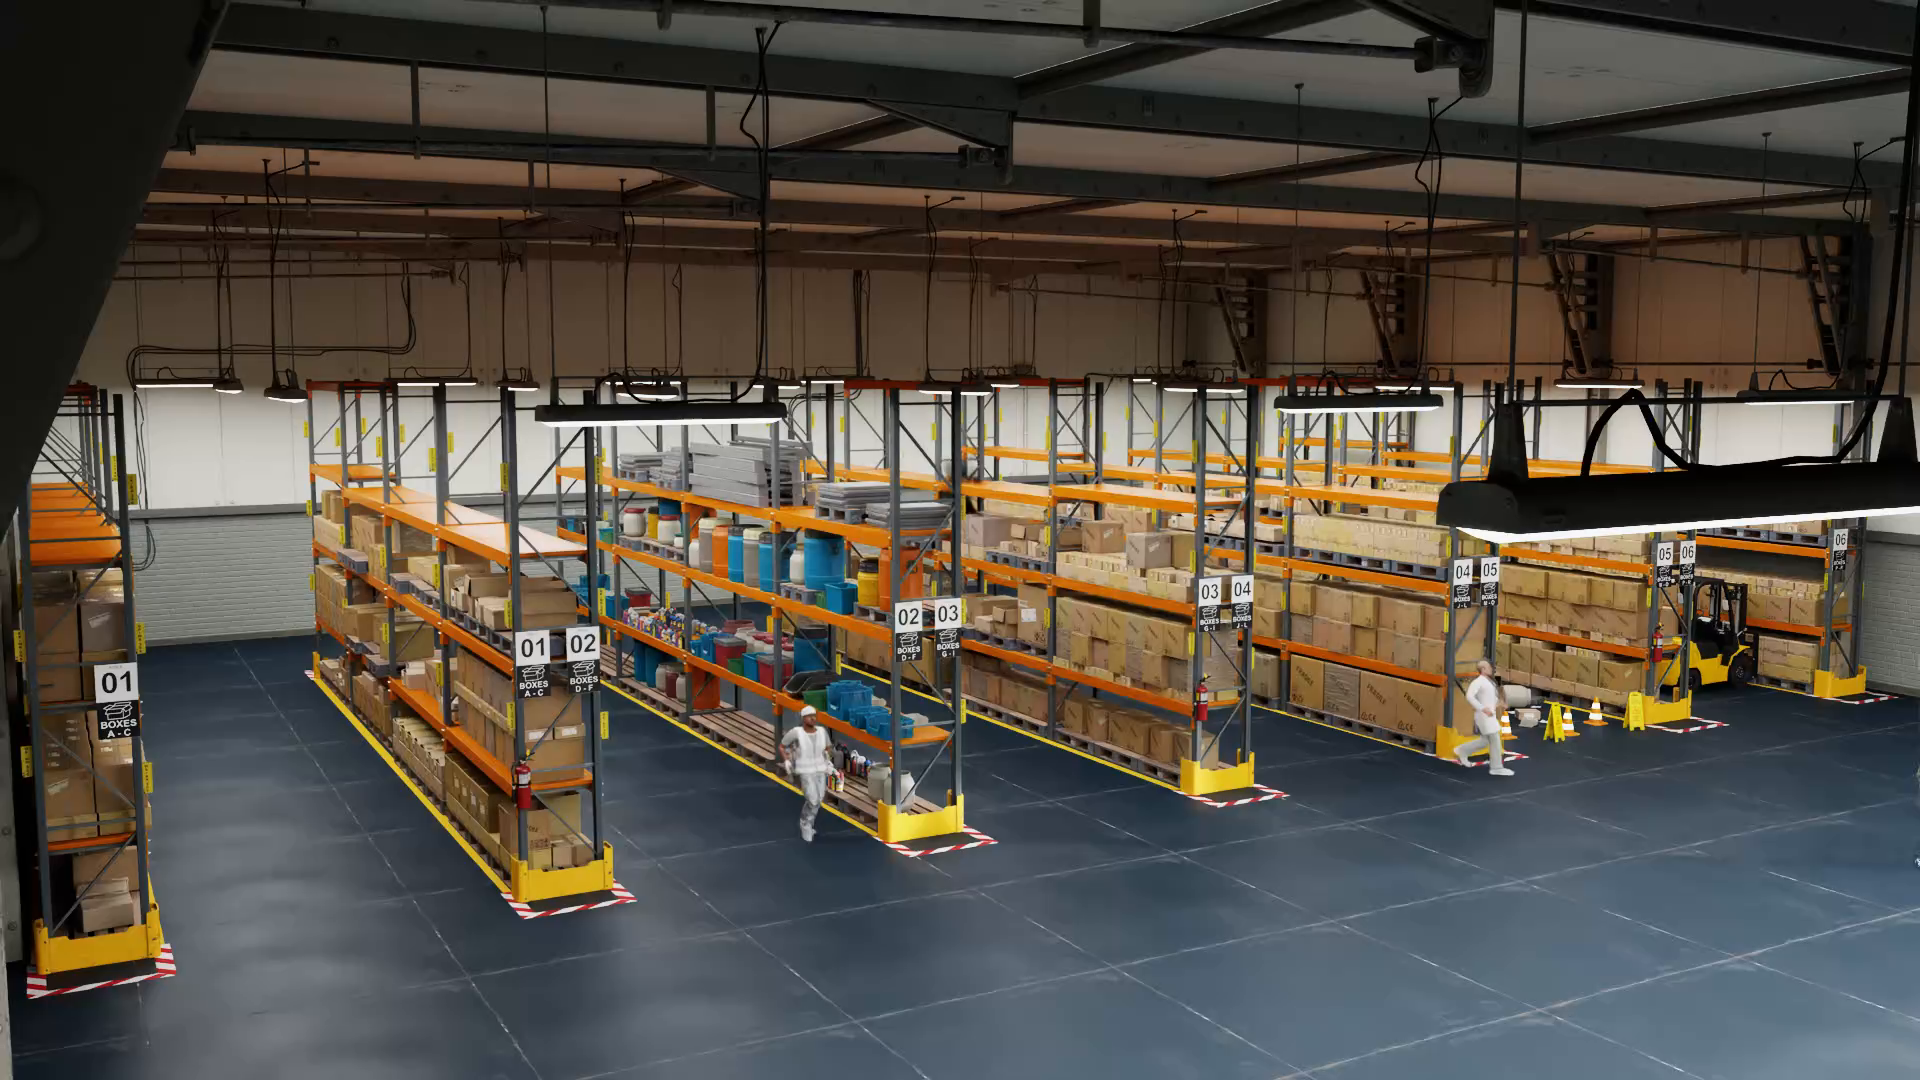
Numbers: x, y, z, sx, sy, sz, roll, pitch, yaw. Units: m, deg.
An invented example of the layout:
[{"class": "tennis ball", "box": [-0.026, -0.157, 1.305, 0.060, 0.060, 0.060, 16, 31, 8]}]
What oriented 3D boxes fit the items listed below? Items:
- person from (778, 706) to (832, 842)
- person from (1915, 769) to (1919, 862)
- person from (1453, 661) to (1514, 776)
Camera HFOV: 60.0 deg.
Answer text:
[{"class": "person", "box": [-1.981, 3.110, 22.112, 0.659, 1.790, 0.659, -4, 7, -35]}, {"class": "person", "box": [12.344, 3.327, 20.852, 0.625, 1.604, 0.515, 1, 6, 5]}, {"class": "person", "box": [8.082, 2.725, 25.614, 0.950, 1.746, 0.732, 3, 7, 29]}]
